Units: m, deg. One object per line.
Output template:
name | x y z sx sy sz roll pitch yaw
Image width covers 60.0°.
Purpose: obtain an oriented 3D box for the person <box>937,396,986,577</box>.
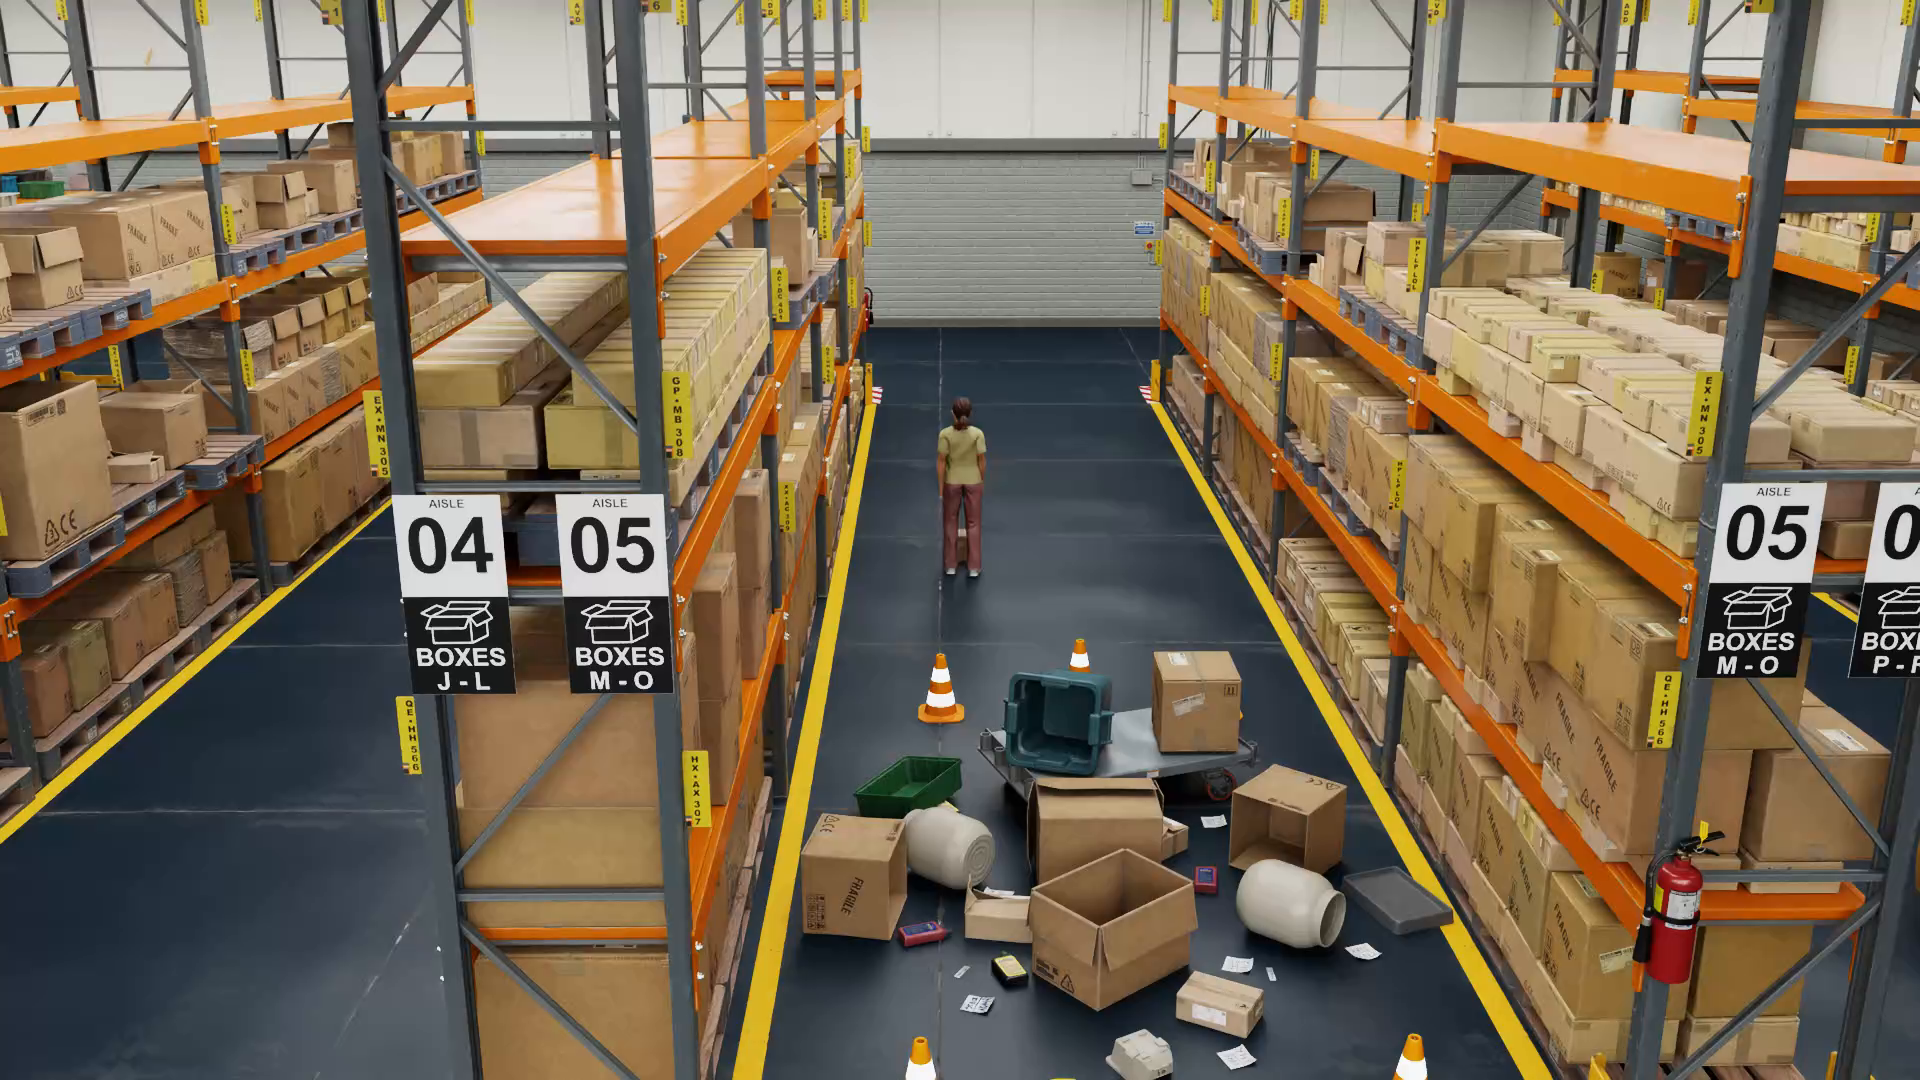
person | 0.014 -0.491 15.148 0.449 1.674 0.399 0 17 0
